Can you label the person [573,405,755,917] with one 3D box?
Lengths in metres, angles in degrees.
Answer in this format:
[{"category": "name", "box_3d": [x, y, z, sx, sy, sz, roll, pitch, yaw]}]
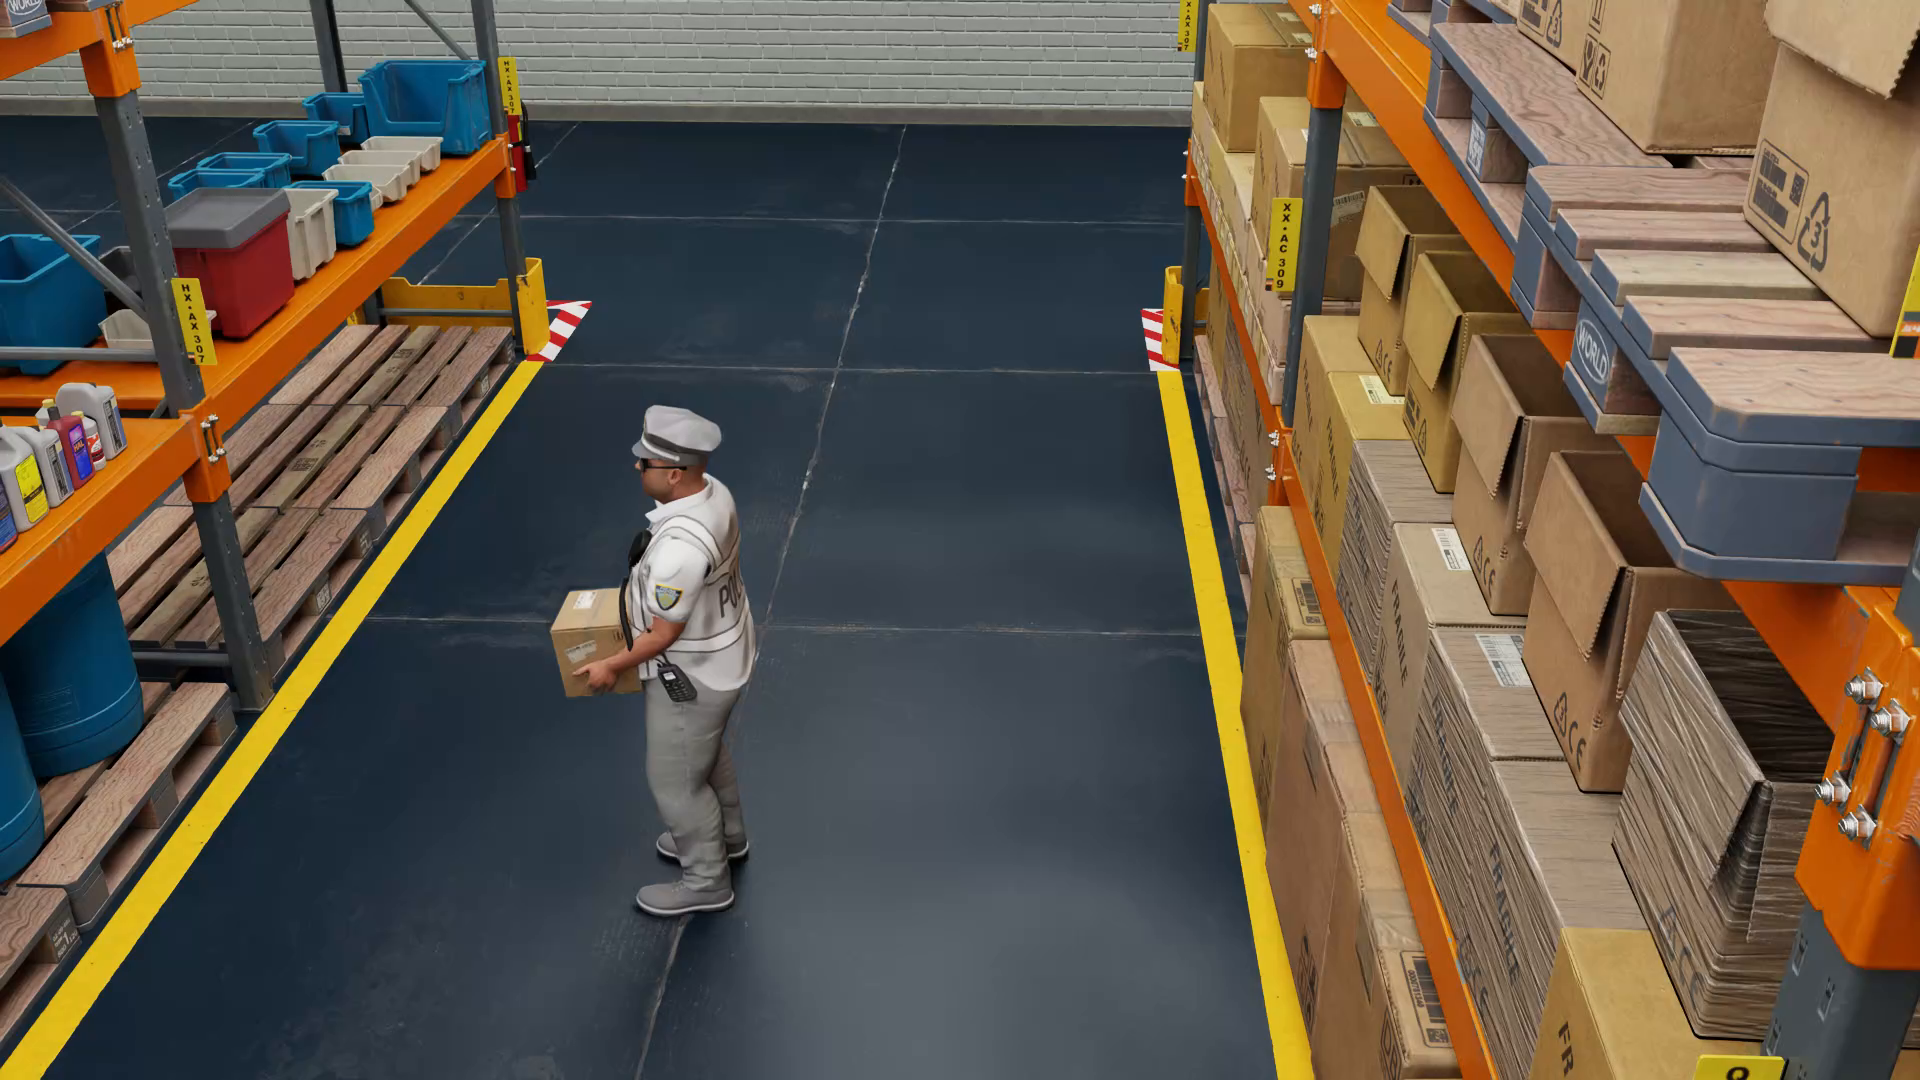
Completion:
[{"category": "person", "box_3d": [-0.936, 0.396, 5.333, 0.545, 1.775, 0.521, 1, 28, 1]}]
